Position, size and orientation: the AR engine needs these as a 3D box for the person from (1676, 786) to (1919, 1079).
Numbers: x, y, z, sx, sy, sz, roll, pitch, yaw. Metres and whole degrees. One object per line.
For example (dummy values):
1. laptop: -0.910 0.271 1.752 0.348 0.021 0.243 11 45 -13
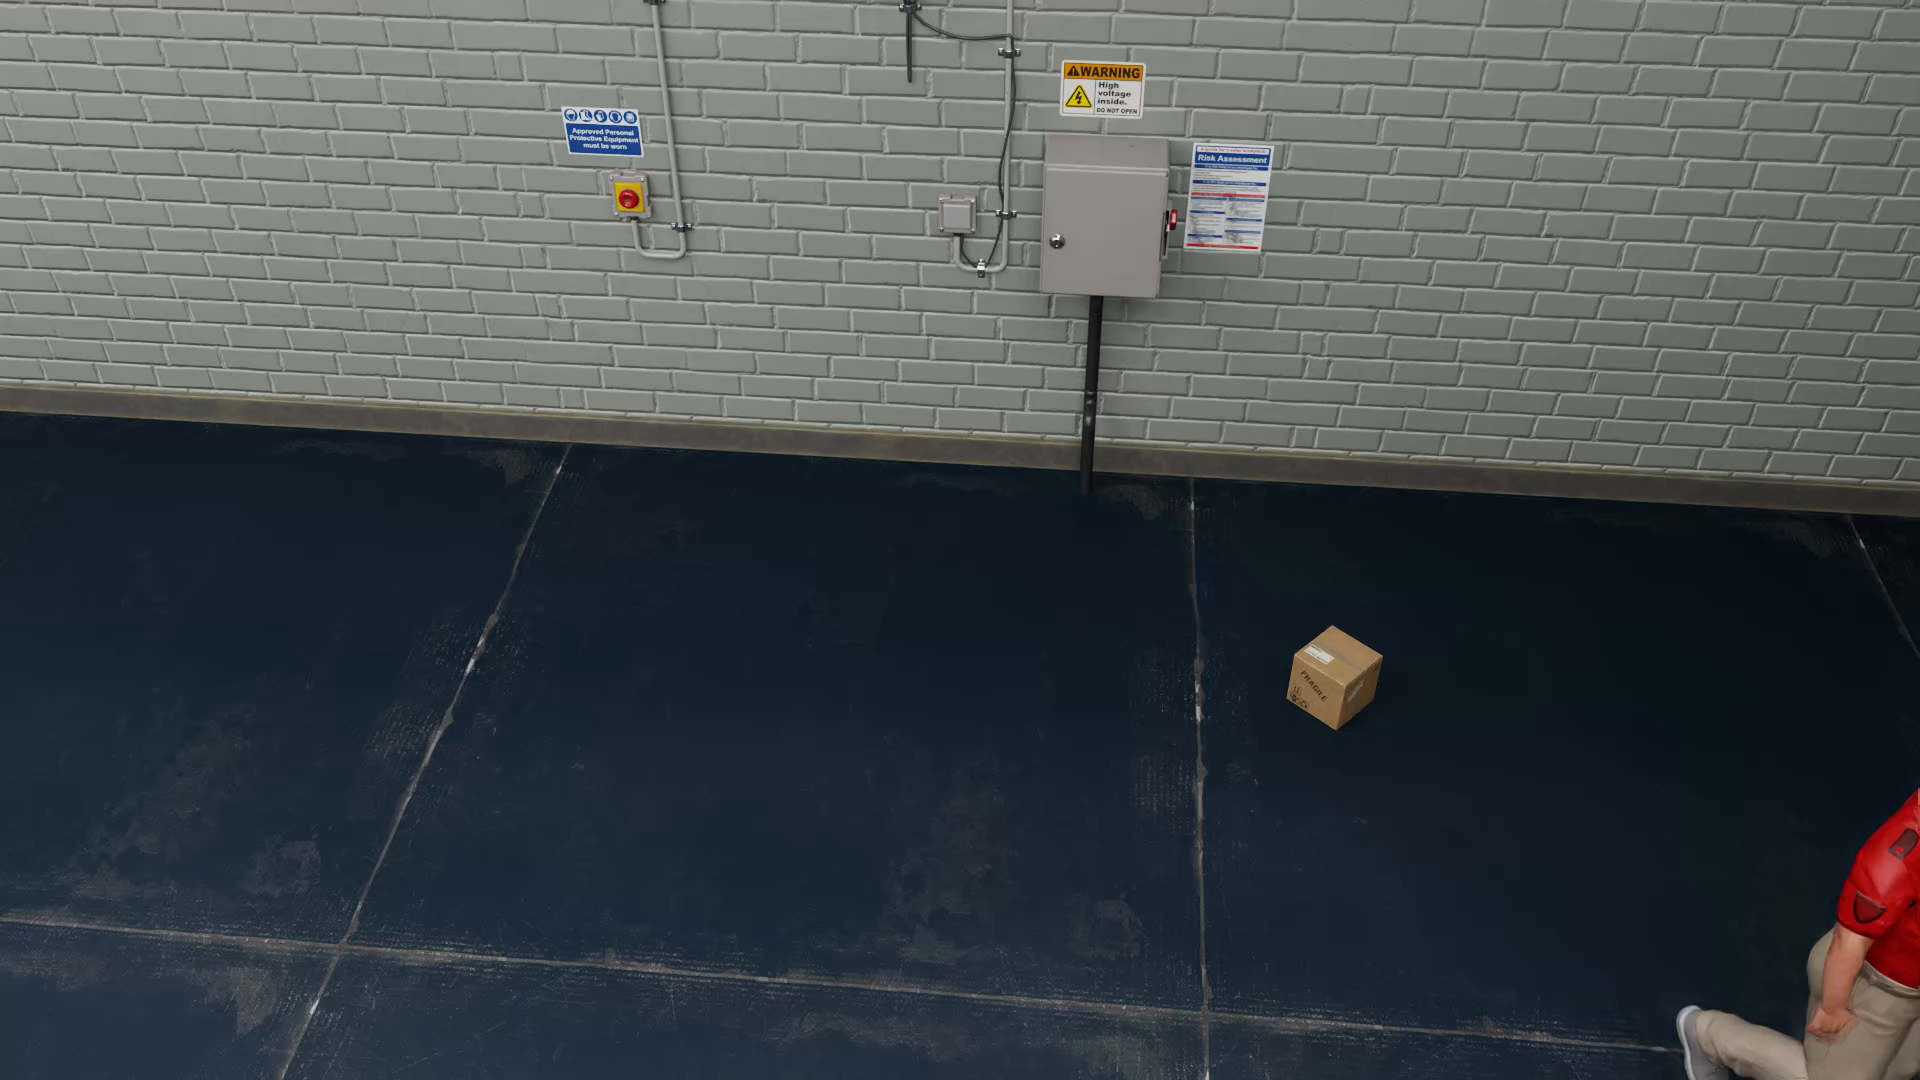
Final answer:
1. person: 2.575 1.192 4.715 0.541 1.702 0.717 -27 47 -29
